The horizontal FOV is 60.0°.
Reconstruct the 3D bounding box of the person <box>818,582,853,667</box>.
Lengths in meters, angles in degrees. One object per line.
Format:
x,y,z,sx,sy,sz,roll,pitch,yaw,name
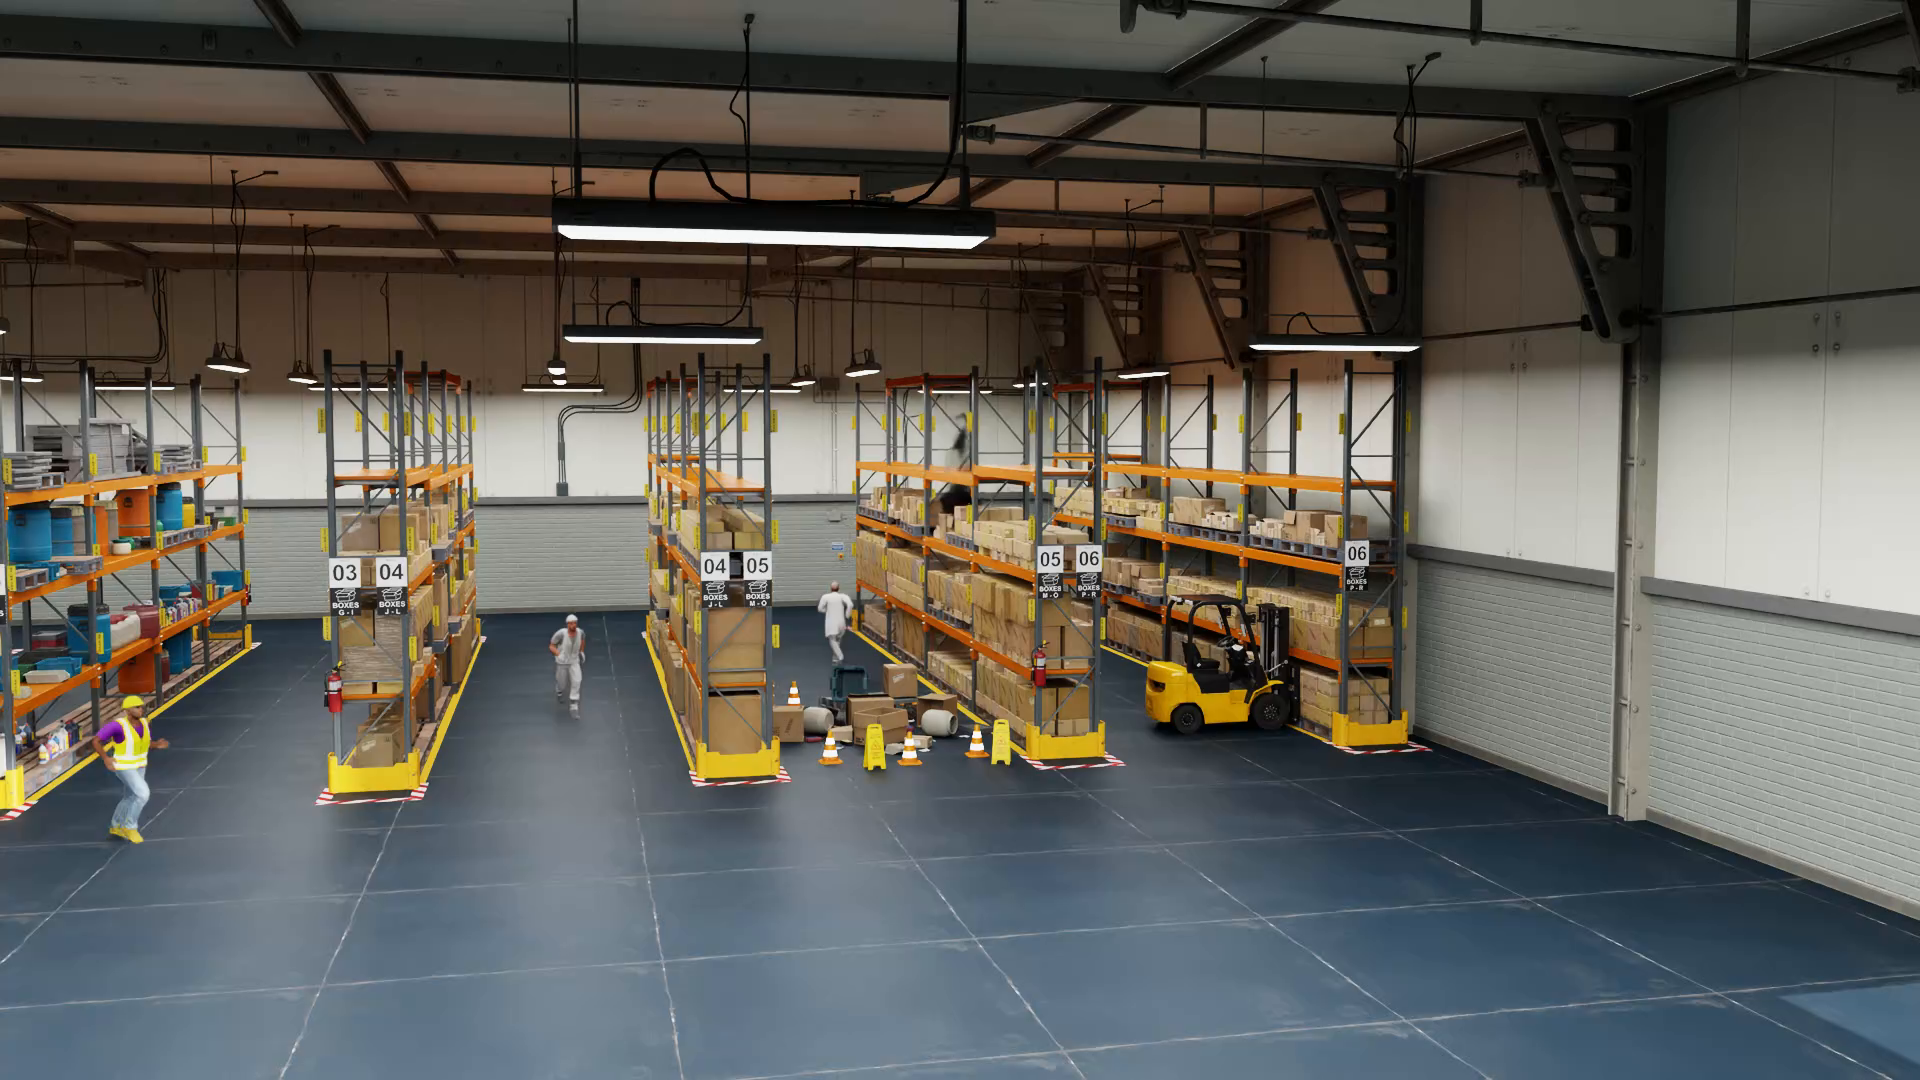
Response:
-2.542,1.782,33.871,0.653,1.844,1.116,-2,4,-21,person

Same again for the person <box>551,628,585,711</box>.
-6.656,2.201,28.427,0.627,1.446,0.571,-2,5,-29,person

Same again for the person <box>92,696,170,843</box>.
-9.922,2.755,19.921,0.779,1.789,0.697,1,4,14,person
